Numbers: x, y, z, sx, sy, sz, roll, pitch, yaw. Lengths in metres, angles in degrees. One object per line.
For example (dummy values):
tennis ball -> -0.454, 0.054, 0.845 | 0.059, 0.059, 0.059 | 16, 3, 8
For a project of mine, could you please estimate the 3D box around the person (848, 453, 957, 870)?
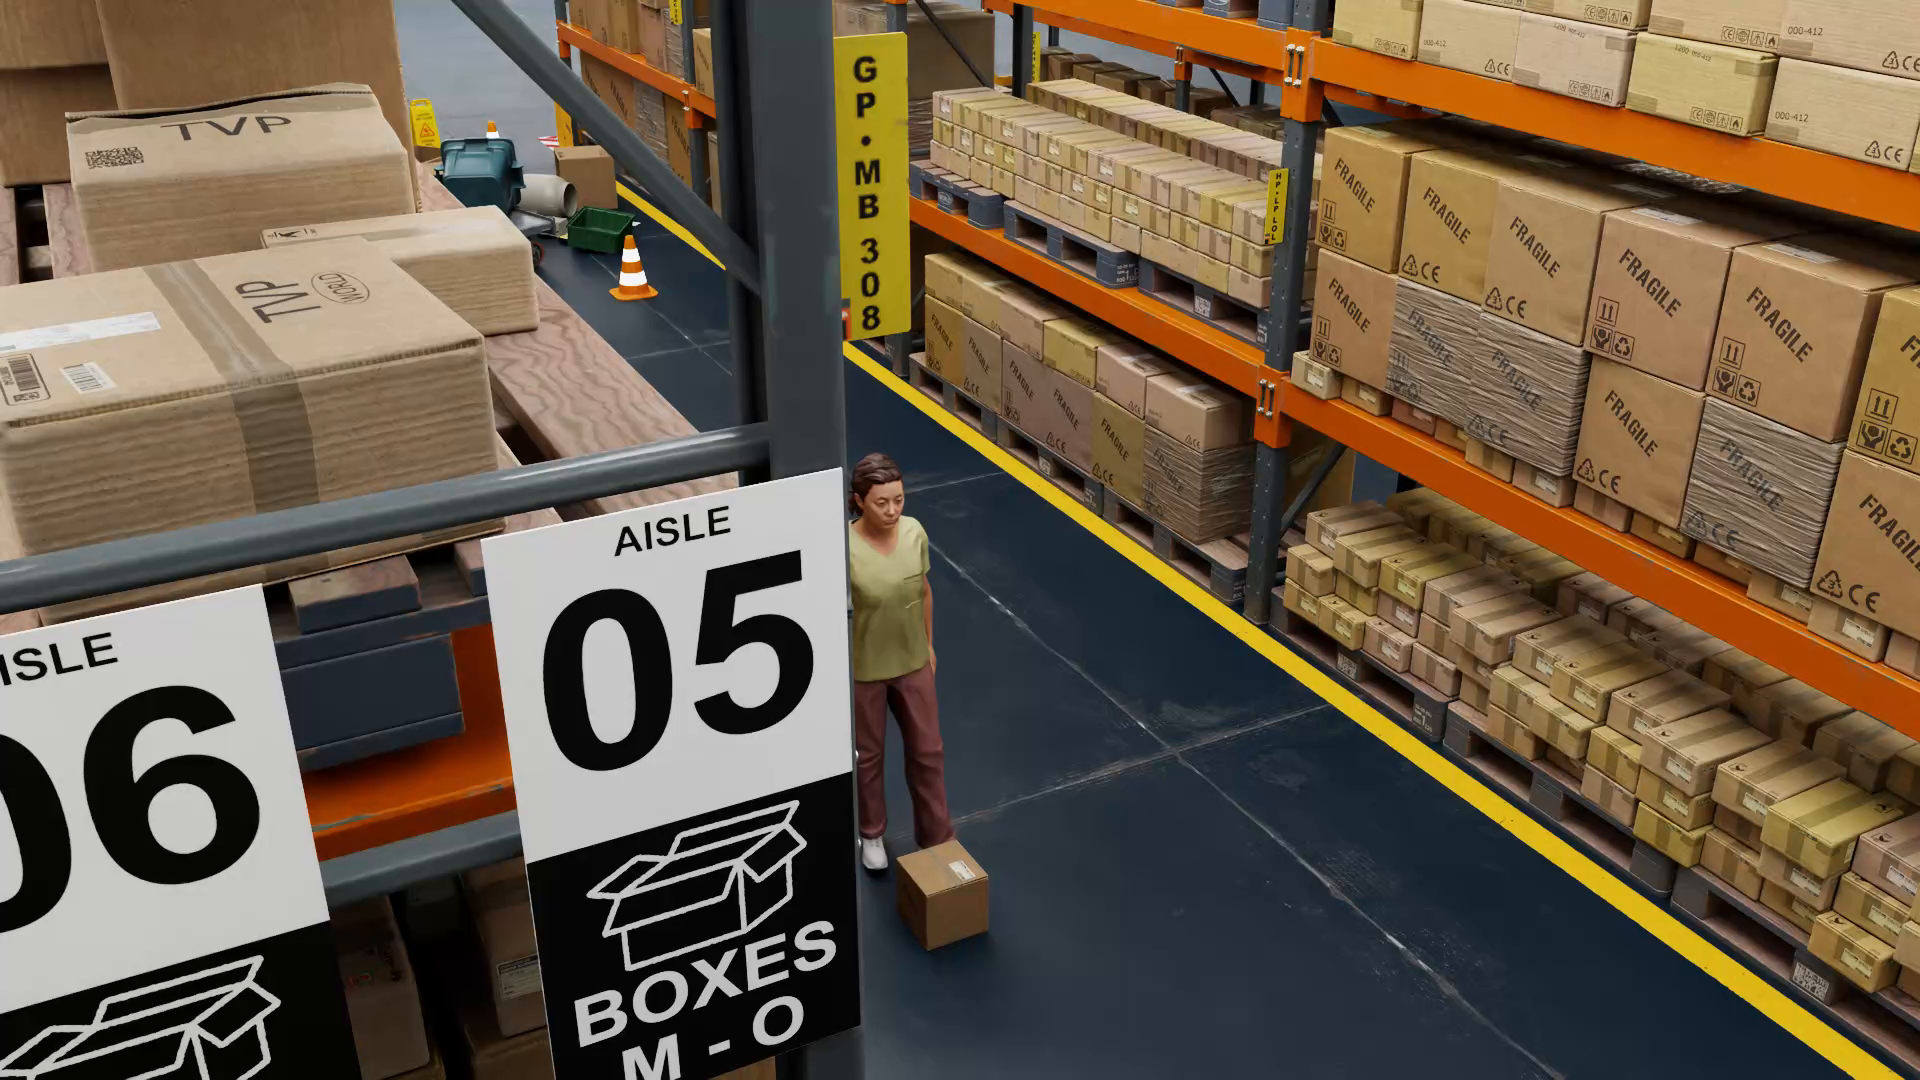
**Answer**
person -> -0.258, 0.501, 6.058 | 0.470, 1.681, 0.529 | -10, 27, -20
